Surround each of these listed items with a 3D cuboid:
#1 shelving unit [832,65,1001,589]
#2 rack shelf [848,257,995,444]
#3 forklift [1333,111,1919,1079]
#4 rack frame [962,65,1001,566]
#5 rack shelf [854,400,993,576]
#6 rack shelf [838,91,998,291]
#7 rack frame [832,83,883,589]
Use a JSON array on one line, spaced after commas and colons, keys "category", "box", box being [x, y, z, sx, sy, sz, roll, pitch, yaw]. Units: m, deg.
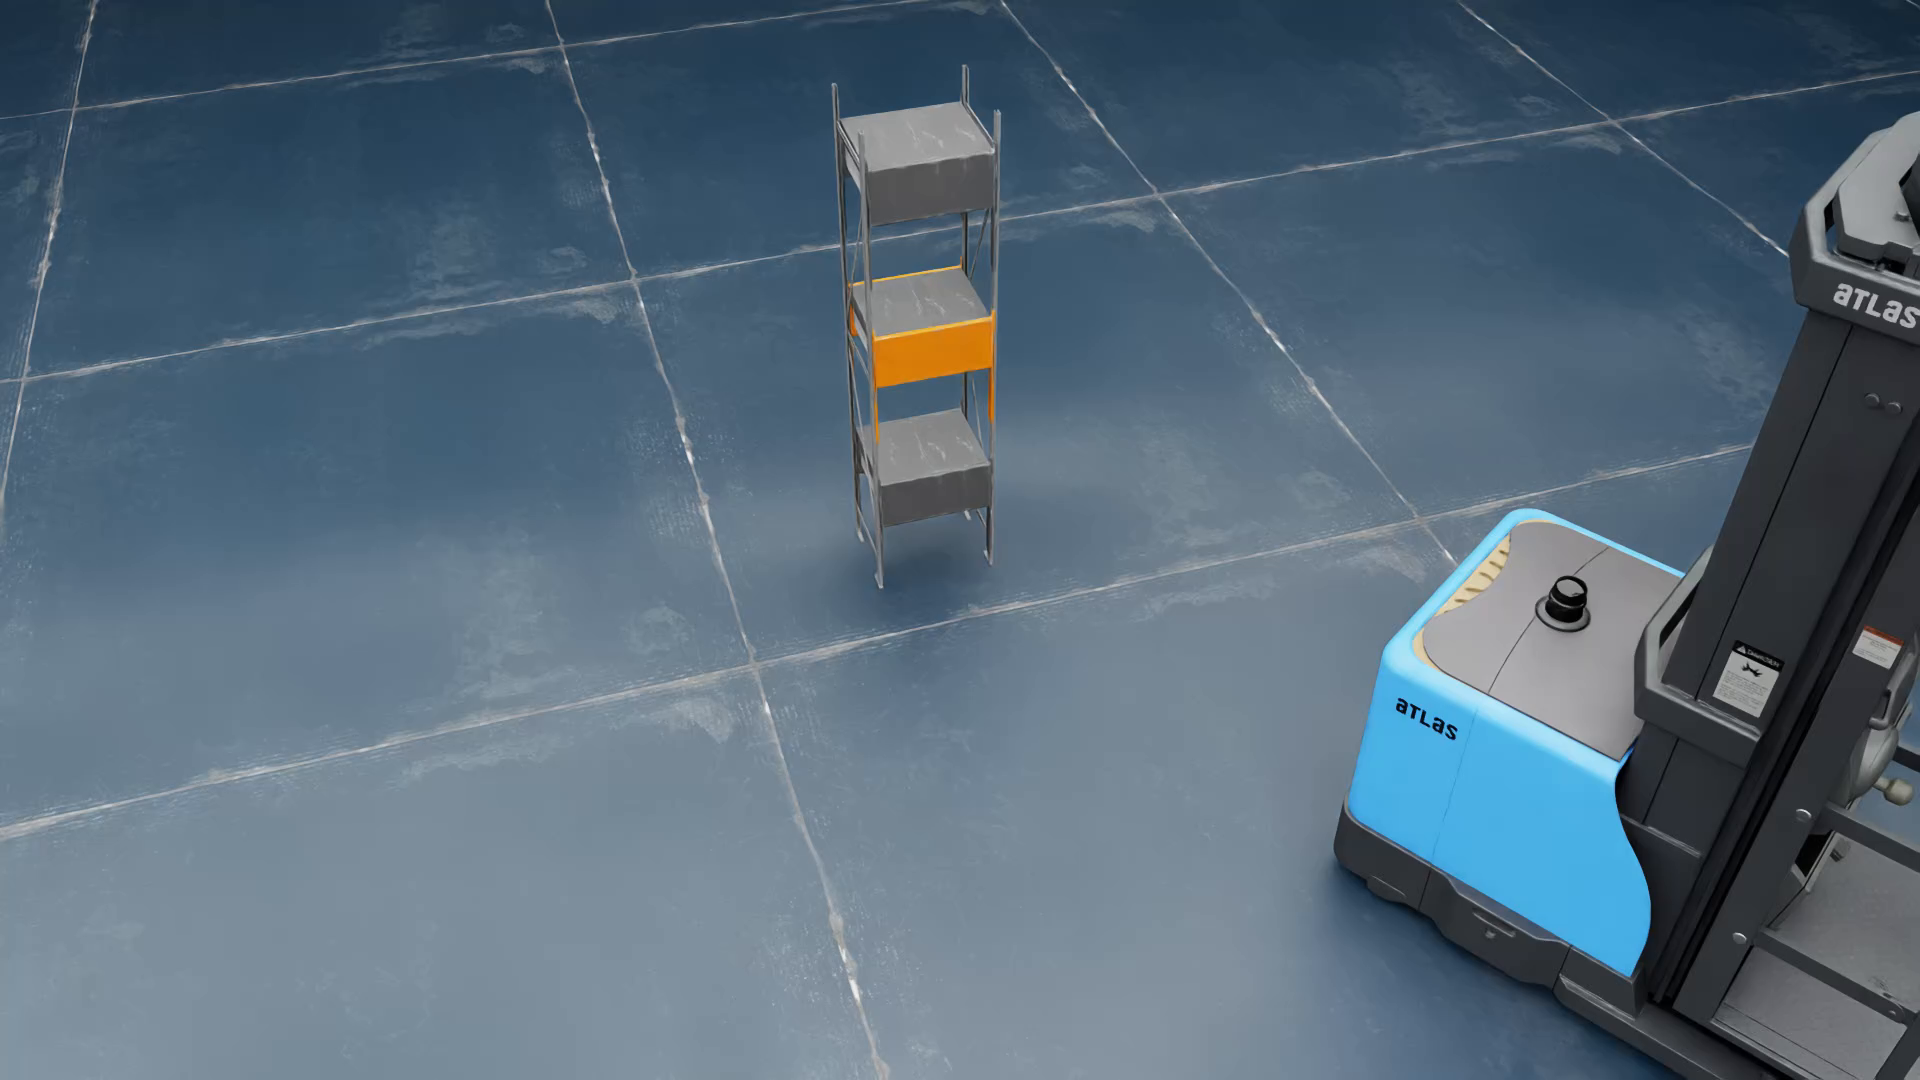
[{"category": "shelving unit", "box": [-0.158, -0.758, 6.522, 0.503, 2.100, 0.431, -12, 42, -13]}, {"category": "rack shelf", "box": [-0.158, -0.748, 6.531, 0.480, 0.518, 0.431, -12, 42, -13]}, {"category": "forklift", "box": [2.773, 0.438, 4.521, 3.031, 2.935, 1.130, 29, 49, 29]}, {"category": "rack frame", "box": [0.075, -0.806, 6.577, 0.015, 2.100, 0.400, -12, 42, -13]}, {"category": "rack shelf", "box": [-0.158, -0.221, 6.991, 0.480, 0.518, 0.431, -12, 42, -13]}, {"category": "rack shelf", "box": [-0.158, -1.275, 6.070, 0.480, 0.518, 0.431, -12, 42, -13]}, {"category": "rack frame", "box": [-0.391, -0.710, 6.467, 0.015, 2.100, 0.400, -12, 42, -13]}]
